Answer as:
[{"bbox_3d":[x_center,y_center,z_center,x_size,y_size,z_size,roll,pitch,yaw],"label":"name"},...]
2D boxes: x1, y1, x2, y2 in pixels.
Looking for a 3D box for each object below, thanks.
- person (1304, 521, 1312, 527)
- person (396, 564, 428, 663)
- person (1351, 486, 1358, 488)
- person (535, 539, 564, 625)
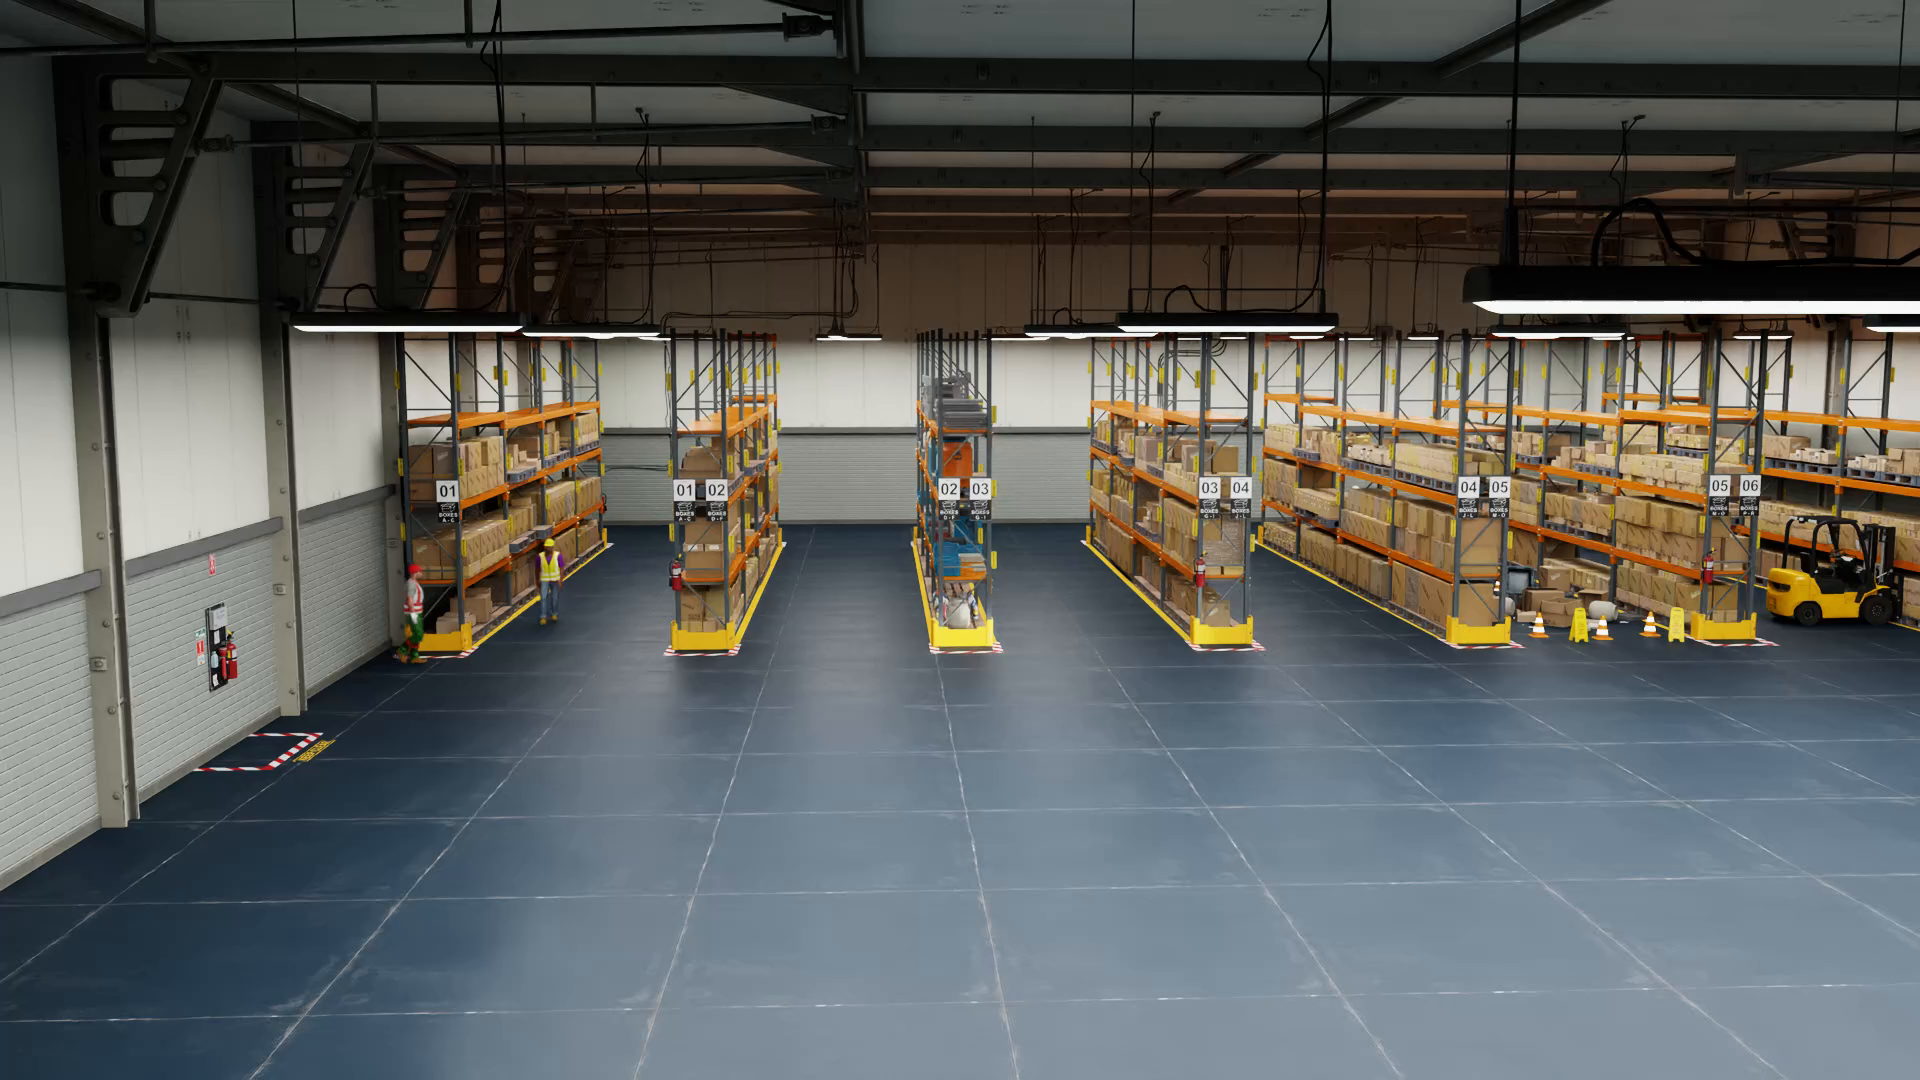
[{"bbox_3d":[10.389,-1.014,50.564,0.842,1.535,0.399,-2,7,-14],"label":"person"},{"bbox_3d":[-9.792,1.326,29.678,0.480,1.788,0.573,-1,7,-6],"label":"person"},{"bbox_3d":[11.014,-0.622,46.490,0.567,1.799,0.389,-4,8,-28],"label":"person"},{"bbox_3d":[-8.394,0.836,34.038,0.584,1.712,0.989,-2,7,-16],"label":"person"}]
